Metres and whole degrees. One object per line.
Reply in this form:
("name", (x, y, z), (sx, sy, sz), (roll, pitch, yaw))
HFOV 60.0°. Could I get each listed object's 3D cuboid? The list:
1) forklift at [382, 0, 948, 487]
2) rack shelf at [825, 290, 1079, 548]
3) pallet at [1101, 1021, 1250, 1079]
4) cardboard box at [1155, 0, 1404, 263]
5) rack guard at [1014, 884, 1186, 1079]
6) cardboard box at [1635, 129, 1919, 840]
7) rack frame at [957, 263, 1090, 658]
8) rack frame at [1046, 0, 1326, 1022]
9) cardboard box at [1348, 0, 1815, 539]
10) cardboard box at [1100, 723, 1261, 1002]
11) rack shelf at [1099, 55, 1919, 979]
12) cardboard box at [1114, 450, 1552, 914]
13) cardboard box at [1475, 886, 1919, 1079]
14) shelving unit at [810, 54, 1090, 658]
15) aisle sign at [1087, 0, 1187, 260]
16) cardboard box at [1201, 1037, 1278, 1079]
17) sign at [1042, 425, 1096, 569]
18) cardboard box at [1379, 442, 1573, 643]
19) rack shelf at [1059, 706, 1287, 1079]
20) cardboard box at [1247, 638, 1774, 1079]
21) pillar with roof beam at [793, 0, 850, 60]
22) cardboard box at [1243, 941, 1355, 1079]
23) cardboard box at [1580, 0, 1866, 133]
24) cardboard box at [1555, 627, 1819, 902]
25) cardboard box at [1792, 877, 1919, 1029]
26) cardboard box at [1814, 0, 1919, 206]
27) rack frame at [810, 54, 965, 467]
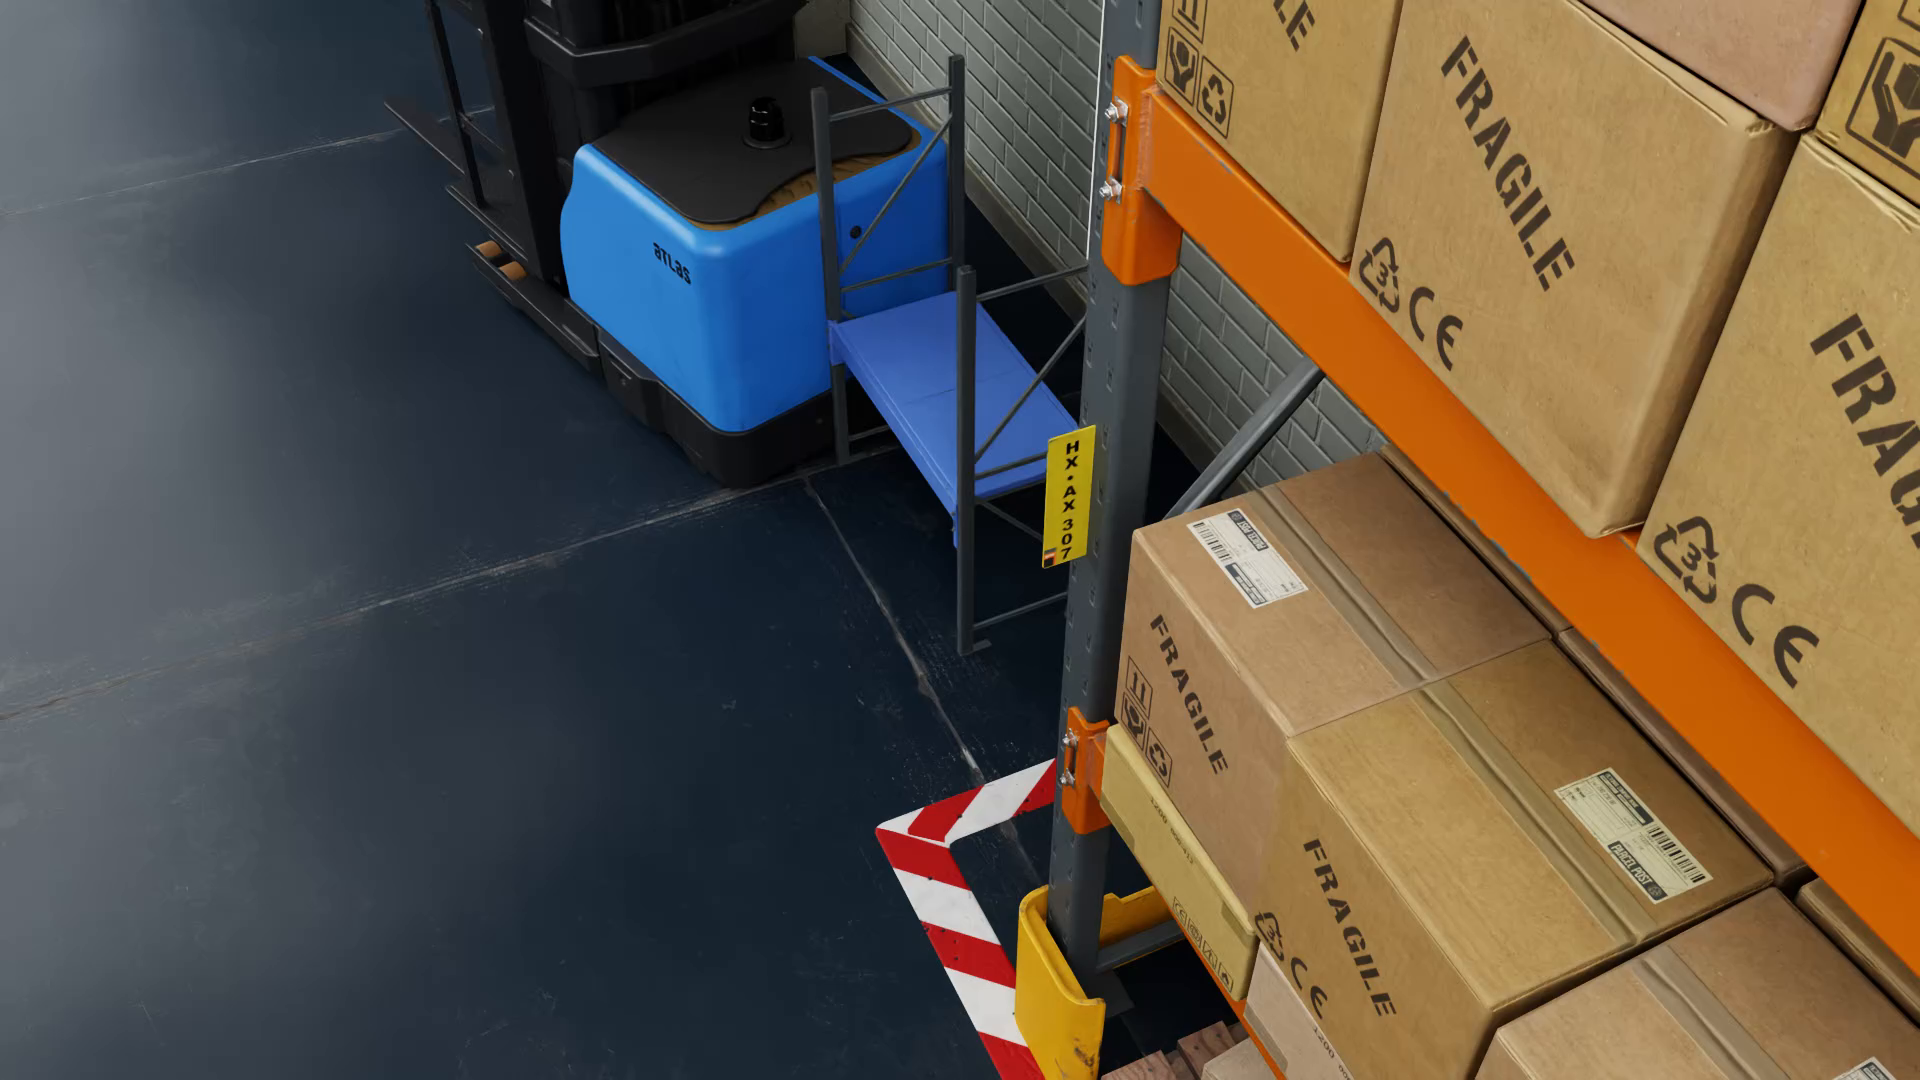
("forklift", (-1.357, -2.199, 5.892), (1.130, 2.935, 3.031), (-30, 52, -27))
("rack shelf", (0.003, -0.433, 5.378), (0.538, 0.185, 1.000), (-19, 48, -18))
("pallet", (1.037, 1.641, 3.937), (1.003, 0.211, 1.213), (-18, 47, -17))
("cardboard box", (0.609, -0.752, 2.155), (0.500, 0.500, 0.500), (-17, 47, -16))
("rack guard", (0.727, 1.010, 4.371), (1.175, 0.500, 0.348), (-18, 47, -17))
("cardboard box", (1.024, -0.070, 1.464), (0.500, 0.500, 0.500), (-16, 47, -16))
("rack frame", (0.223, -0.240, 4.925), (0.500, 1.500, 0.032), (-19, 48, -18))
("rack frame", (0.695, 0.072, 3.542), (1.000, 3.000, 0.127), (-18, 47, -17))
("cardboard box", (0.803, -0.399, 1.798), (0.500, 0.500, 0.500), (-15, 47, -15))
("cardboard box", (0.612, 0.523, 3.177), (0.500, 0.250, 0.500), (-19, 48, -19))
("rack shelf", (1.536, 0.534, 1.449), (1.077, 0.370, 4.000), (-18, 47, -17))
("cardboard box", (0.623, 0.244, 2.926), (0.500, 0.500, 0.500), (-18, 47, -17))
("cardboard box", (1.034, 0.893, 2.268), (0.500, 0.500, 0.500), (-20, 48, -19))
("shelving unit", (0.003, -0.562, 5.251), (0.538, 1.500, 1.048), (-19, 48, -18))
("aisle sign", (0.393, -0.811, 2.585), (0.394, 0.787, 0.004), (-18, 47, -17))
("cardboard box", (0.905, 1.339, 3.858), (0.500, 0.311, 0.500), (-23, 49, -22))
("sign", (0.203, -0.076, 3.075), (0.100, 0.325, 0.005), (-18, 47, -17))
("cardboard box", (1.086, 0.088, 3.083), (0.500, 0.500, 0.500), (-19, 48, -18))
("rack shelf", (1.536, 1.602, 2.503), (1.077, 0.370, 4.000), (-18, 47, -17))
("cardboard box", (0.822, 0.562, 2.604), (0.500, 0.500, 0.500), (-18, 47, -17))
("pillar with roof beam", (-4.654, -4.426, 3.828), (9.100, 9.000, 0.400), (-18, 47, -17))
("cardboard box", (0.844, 0.849, 2.846), (0.500, 0.250, 0.500), (-19, 48, -19))
("cardboard box", (0.802, -0.743, 1.434), (0.500, 0.500, 0.500), (-19, 48, -18))
("cardboard box", (1.289, 0.412, 2.755), (0.500, 0.500, 0.500), (-17, 47, -17))
("cardboard box", (1.510, 0.740, 2.423), (0.500, 0.500, 0.500), (-19, 48, -18))
("cardboard box", (1.028, -0.420, 1.107), (0.500, 0.500, 0.500), (-17, 47, -16))
("rack frame", (-0.217, -0.883, 5.577), (0.500, 1.500, 0.032), (-19, 48, -18))
